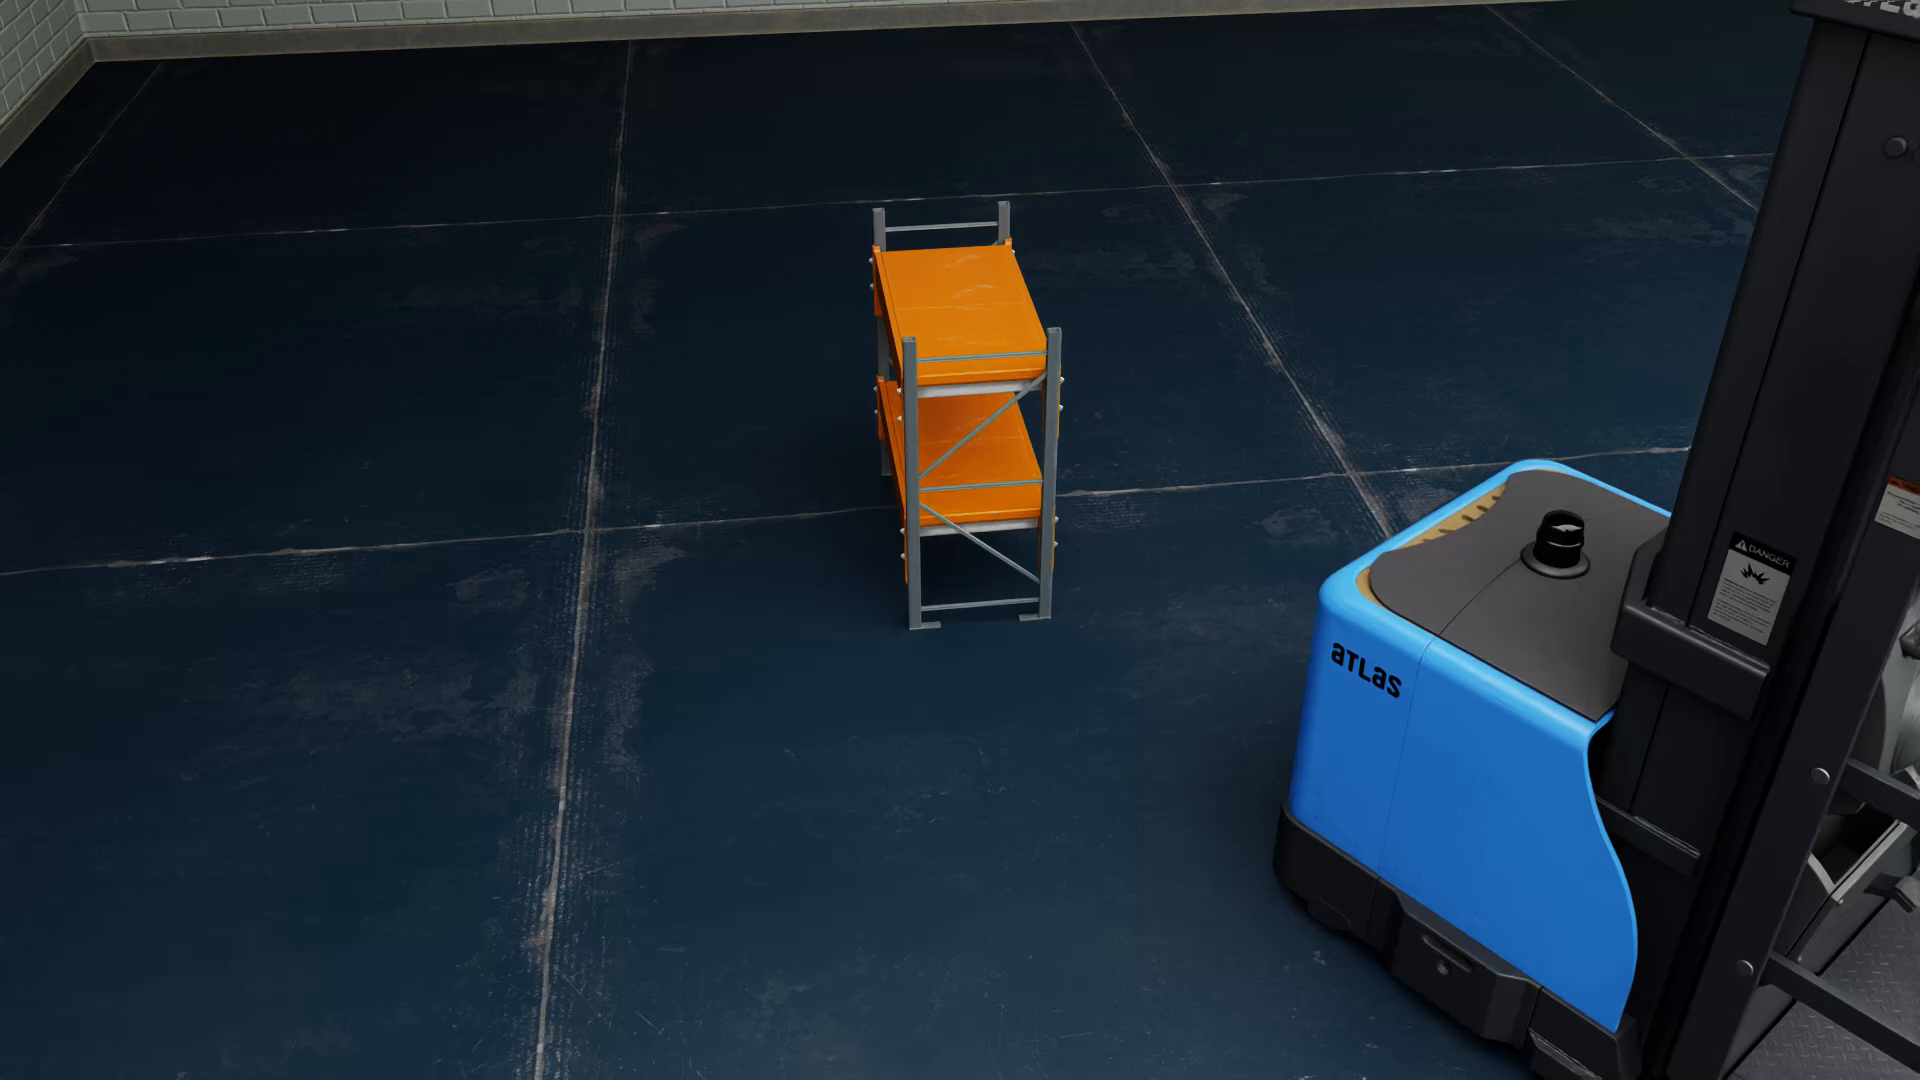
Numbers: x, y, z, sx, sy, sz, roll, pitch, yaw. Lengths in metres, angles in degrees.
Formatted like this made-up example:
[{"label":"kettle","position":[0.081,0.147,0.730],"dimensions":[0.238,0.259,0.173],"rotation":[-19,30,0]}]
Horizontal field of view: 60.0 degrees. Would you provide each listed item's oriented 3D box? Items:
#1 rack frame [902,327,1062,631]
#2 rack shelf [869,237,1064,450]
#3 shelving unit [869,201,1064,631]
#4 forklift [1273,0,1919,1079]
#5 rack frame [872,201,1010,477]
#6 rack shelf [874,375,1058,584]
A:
[{"label":"rack frame","position":[0.069,-0.177,5.511],"dimensions":[0.500,1.125,0.032],"rotation":[-4,35,-6]},{"label":"rack shelf","position":[0.001,-0.703,5.763],"dimensions":[0.538,0.278,1.000],"rotation":[-4,35,-6]},{"label":"shelving unit","position":[0.001,-0.461,5.928],"dimensions":[0.538,1.125,1.048],"rotation":[-4,35,-6]},{"label":"forklift","position":[2.244,0.225,3.317],"dimensions":[1.130,2.935,3.031],"rotation":[-26,42,-33]},{"label":"rack frame","position":[-0.067,-0.745,6.344],"dimensions":[0.500,1.125,0.032],"rotation":[-4,35,-6]},{"label":"rack shelf","position":[0.001,-0.259,6.065],"dimensions":[0.538,0.278,1.000],"rotation":[-4,35,-6]}]
